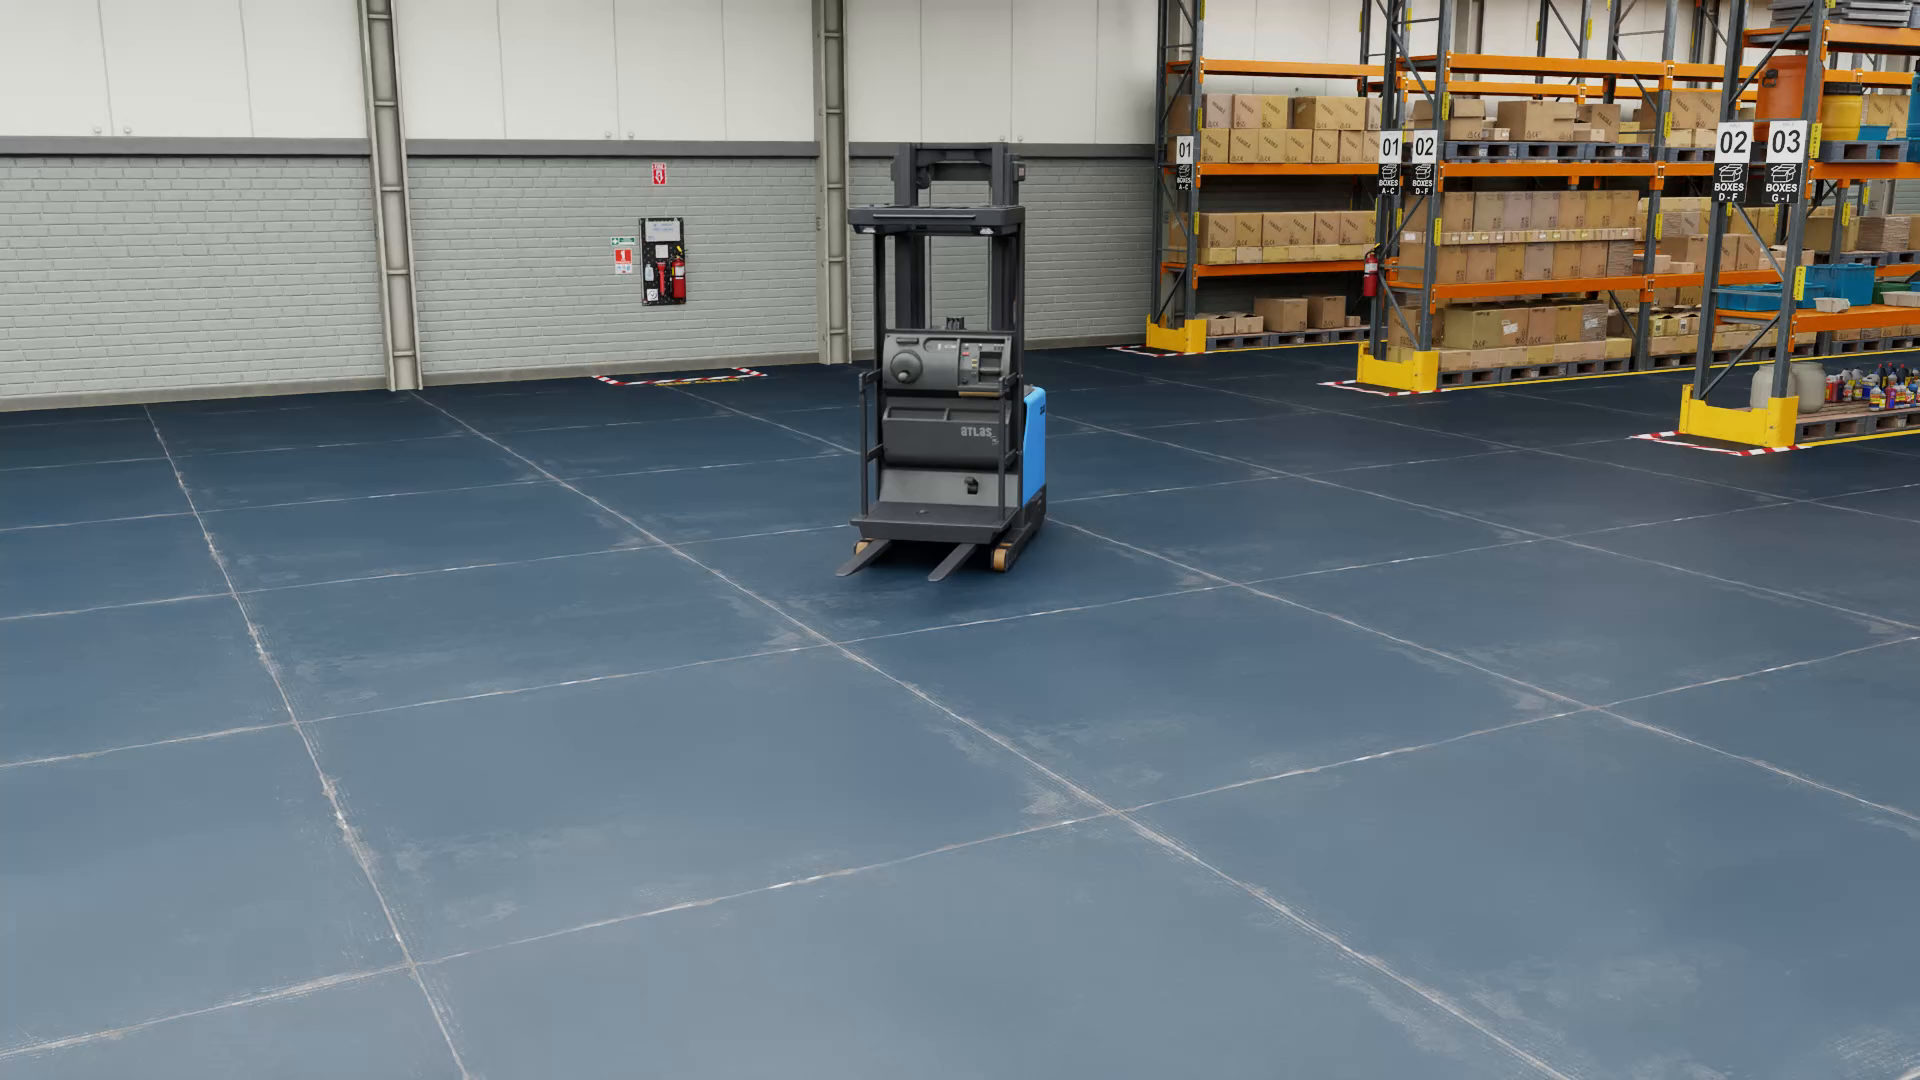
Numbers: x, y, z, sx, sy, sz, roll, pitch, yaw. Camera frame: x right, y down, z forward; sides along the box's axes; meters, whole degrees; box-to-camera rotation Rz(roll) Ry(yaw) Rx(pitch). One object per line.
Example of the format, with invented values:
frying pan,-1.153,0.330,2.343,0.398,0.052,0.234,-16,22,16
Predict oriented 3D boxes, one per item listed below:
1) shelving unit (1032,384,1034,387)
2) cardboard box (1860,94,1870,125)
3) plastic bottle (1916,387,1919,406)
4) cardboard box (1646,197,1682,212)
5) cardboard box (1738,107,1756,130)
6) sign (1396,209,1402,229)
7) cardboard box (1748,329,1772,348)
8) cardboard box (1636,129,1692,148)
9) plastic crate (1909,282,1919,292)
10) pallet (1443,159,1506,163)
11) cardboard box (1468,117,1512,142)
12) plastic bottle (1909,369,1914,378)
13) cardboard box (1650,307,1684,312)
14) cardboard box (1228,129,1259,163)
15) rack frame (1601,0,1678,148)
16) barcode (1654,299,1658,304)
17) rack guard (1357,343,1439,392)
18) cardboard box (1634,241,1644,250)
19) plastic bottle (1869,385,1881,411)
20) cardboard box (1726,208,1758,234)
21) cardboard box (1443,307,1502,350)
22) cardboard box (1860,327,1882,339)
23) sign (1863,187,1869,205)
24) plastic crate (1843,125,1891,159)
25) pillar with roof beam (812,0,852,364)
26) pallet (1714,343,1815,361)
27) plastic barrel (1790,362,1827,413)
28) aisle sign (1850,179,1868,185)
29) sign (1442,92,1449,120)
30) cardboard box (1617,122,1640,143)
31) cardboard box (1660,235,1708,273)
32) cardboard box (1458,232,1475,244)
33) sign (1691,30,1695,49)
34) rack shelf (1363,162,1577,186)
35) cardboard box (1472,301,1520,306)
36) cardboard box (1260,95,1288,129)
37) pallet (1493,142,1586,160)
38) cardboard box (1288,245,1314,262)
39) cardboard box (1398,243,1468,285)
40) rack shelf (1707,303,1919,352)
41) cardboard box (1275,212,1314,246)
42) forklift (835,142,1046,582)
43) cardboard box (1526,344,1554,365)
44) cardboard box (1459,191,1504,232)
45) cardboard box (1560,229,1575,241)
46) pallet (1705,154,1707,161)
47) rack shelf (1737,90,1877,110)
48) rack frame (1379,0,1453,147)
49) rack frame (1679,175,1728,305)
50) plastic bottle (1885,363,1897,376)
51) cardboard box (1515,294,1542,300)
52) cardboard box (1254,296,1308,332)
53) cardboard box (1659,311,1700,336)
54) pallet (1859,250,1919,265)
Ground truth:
shelving unit,0.430,-0.739,13.480,0.215,1.050,0.252,11,15,43
cardboard box,13.051,-6.342,24.623,0.500,0.500,0.500,-7,14,-28
plastic bottle,10.410,-1.560,18.080,0.097,0.201,0.097,0,13,0
cardboard box,12.611,-6.038,29.950,0.500,0.250,0.500,-7,14,-27
cardboard box,14.560,-7.704,30.625,0.500,0.500,0.500,-7,14,-28
sign,7.044,-5.150,26.689,0.005,0.325,0.100,-7,14,-28
cardboard box,11.427,-2.952,24.199,0.500,0.250,0.500,-6,14,-27
cardboard box,9.700,-5.535,22.925,0.500,0.250,0.500,-5,14,-22
plastic crate,10.683,-2.681,18.028,0.616,0.251,0.499,-7,14,-28
pallet,8.279,-6.357,27.621,1.003,0.211,1.213,-7,14,-28
cardboard box,7.016,-5.380,21.778,0.500,0.311,0.500,-5,14,-21
plastic bottle,10.816,-1.803,18.972,0.133,0.283,0.061,-7,14,-28
cardboard box,10.265,-3.220,24.113,0.500,0.311,0.500,-7,14,-28
cardboard box,4.169,-5.969,25.195,0.500,0.500,0.500,-6,14,-24
rack frame,9.155,-6.804,22.346,0.127,3.000,1.000,-7,14,-28
barcode,9.578,-3.287,22.888,0.075,0.075,0.001,-7,14,-28
rack guard,5.623,-2.234,21.398,0.348,0.500,1.175,-7,14,-28
cardboard box,12.030,-5.293,29.822,0.250,0.149,0.380,-7,14,-28
plastic bottle,9.754,-1.515,17.723,0.097,0.271,0.097,0,13,0
cardboard box,14.284,-5.873,31.191,0.700,0.700,0.980,-7,14,-27
cardboard box,6.659,-2.752,21.604,0.500,0.500,0.500,-7,14,-28
cardboard box,13.659,-3.342,25.318,0.500,0.500,0.500,-7,15,-30
sign,17.558,-6.668,32.230,0.005,0.325,0.100,-7,14,-28
plastic crate,9.543,-4.215,17.713,0.575,0.384,0.392,-7,14,-28
pillar with roof beam,0.263,-6.117,19.293,0.400,9.000,9.100,-7,14,-28
pallet,11.924,-2.858,24.829,1.213,0.211,1.003,-7,14,-28
plastic barrel,8.995,-1.629,17.726,0.421,0.512,0.421,0,13,0
aisle sign,17.517,-7.312,32.345,0.004,0.787,0.394,-7,14,-28
sign,5.904,-5.277,20.223,0.005,0.325,0.100,-7,14,-28
cardboard box,11.619,-7.163,29.542,0.500,0.500,0.700,-6,14,-25
cardboard box,10.299,-4.059,23.585,0.500,0.500,0.500,-6,14,-24
cardboard box,6.322,-3.850,21.177,0.250,0.149,0.380,-7,15,-29
sign,13.555,-9.242,30.692,0.005,0.325,0.100,-7,14,-28
rack shelf,8.533,-6.154,27.929,4.000,0.370,1.077,-7,14,-28
cardboard box,7.282,-2.960,22.526,0.500,0.500,0.500,-7,14,-28
cardboard box,4.630,-6.513,25.335,0.500,0.500,0.500,-6,14,-26
pallet,7.349,-5.075,21.698,1.213,0.211,1.003,-7,14,-28
cardboard box,5.191,-4.500,26.068,0.500,0.250,0.500,-7,14,-27
cardboard box,6.059,-3.552,21.331,0.500,0.500,0.700,-7,14,-28
rack shelf,9.769,-2.361,17.905,4.000,0.370,1.077,-7,14,-28
cardboard box,5.172,-4.865,25.983,0.500,0.500,0.500,-6,14,-26
forklift,-0.136,-1.296,11.692,1.130,2.935,3.031,3,13,12
cardboard box,7.538,-2.491,22.150,0.500,0.250,0.500,-7,14,-28
cardboard box,6.565,-4.246,21.464,0.500,0.500,0.700,-7,15,-29
cardboard box,7.903,-4.039,22.020,0.250,0.149,0.380,-6,14,-26
pallet,13.019,-6.937,30.205,1.217,0.209,0.805,-8,15,-30
rack shelf,15.555,-8.264,31.383,4.000,0.370,1.077,-7,14,-28
rack frame,5.644,-6.383,20.476,0.127,3.000,1.000,-7,14,-28
rack frame,13.800,-5.673,30.984,0.127,3.000,1.000,-7,14,-28
plastic bottle,10.617,-1.839,18.982,0.185,0.351,0.144,-6,14,-26
cardboard box,9.682,-4.161,28.959,0.500,0.500,0.700,-7,14,-27
cardboard box,5.085,-3.589,26.414,0.500,0.500,0.700,-8,15,-31
cardboard box,10.079,-3.061,23.408,0.500,0.311,0.500,-7,14,-29
pallet,14.370,-4.410,25.808,1.213,0.211,1.003,-7,14,-28
